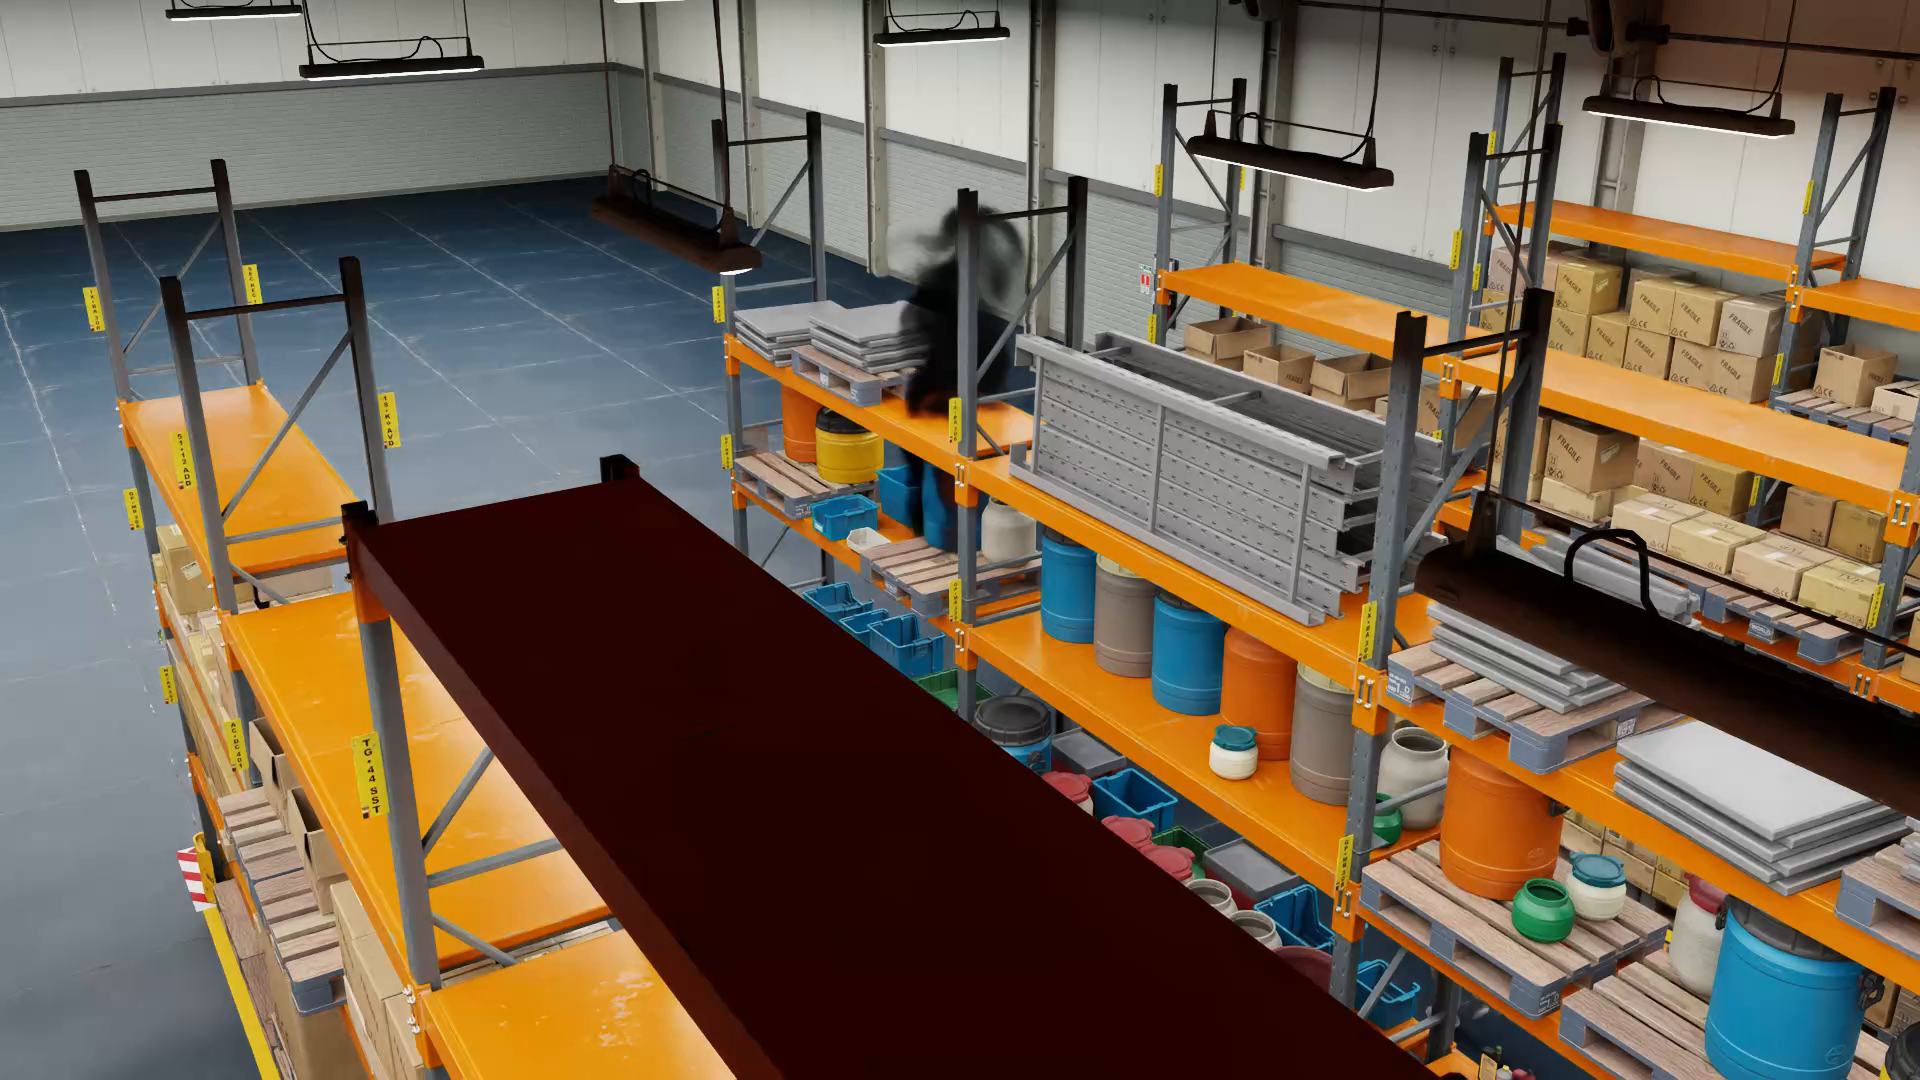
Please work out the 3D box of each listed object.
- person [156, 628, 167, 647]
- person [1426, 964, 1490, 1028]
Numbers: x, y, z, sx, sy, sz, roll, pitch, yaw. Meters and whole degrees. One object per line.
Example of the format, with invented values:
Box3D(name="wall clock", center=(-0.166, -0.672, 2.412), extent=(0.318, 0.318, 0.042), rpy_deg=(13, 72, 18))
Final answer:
Box3D(name="person", center=(-6.924, 1.550, 15.358), extent=(0.939, 1.632, 0.733), rpy_deg=(6, 23, 14))
Box3D(name="person", center=(3.602, 2.841, 12.107), extent=(0.609, 1.671, 0.585), rpy_deg=(-14, 26, -30))
